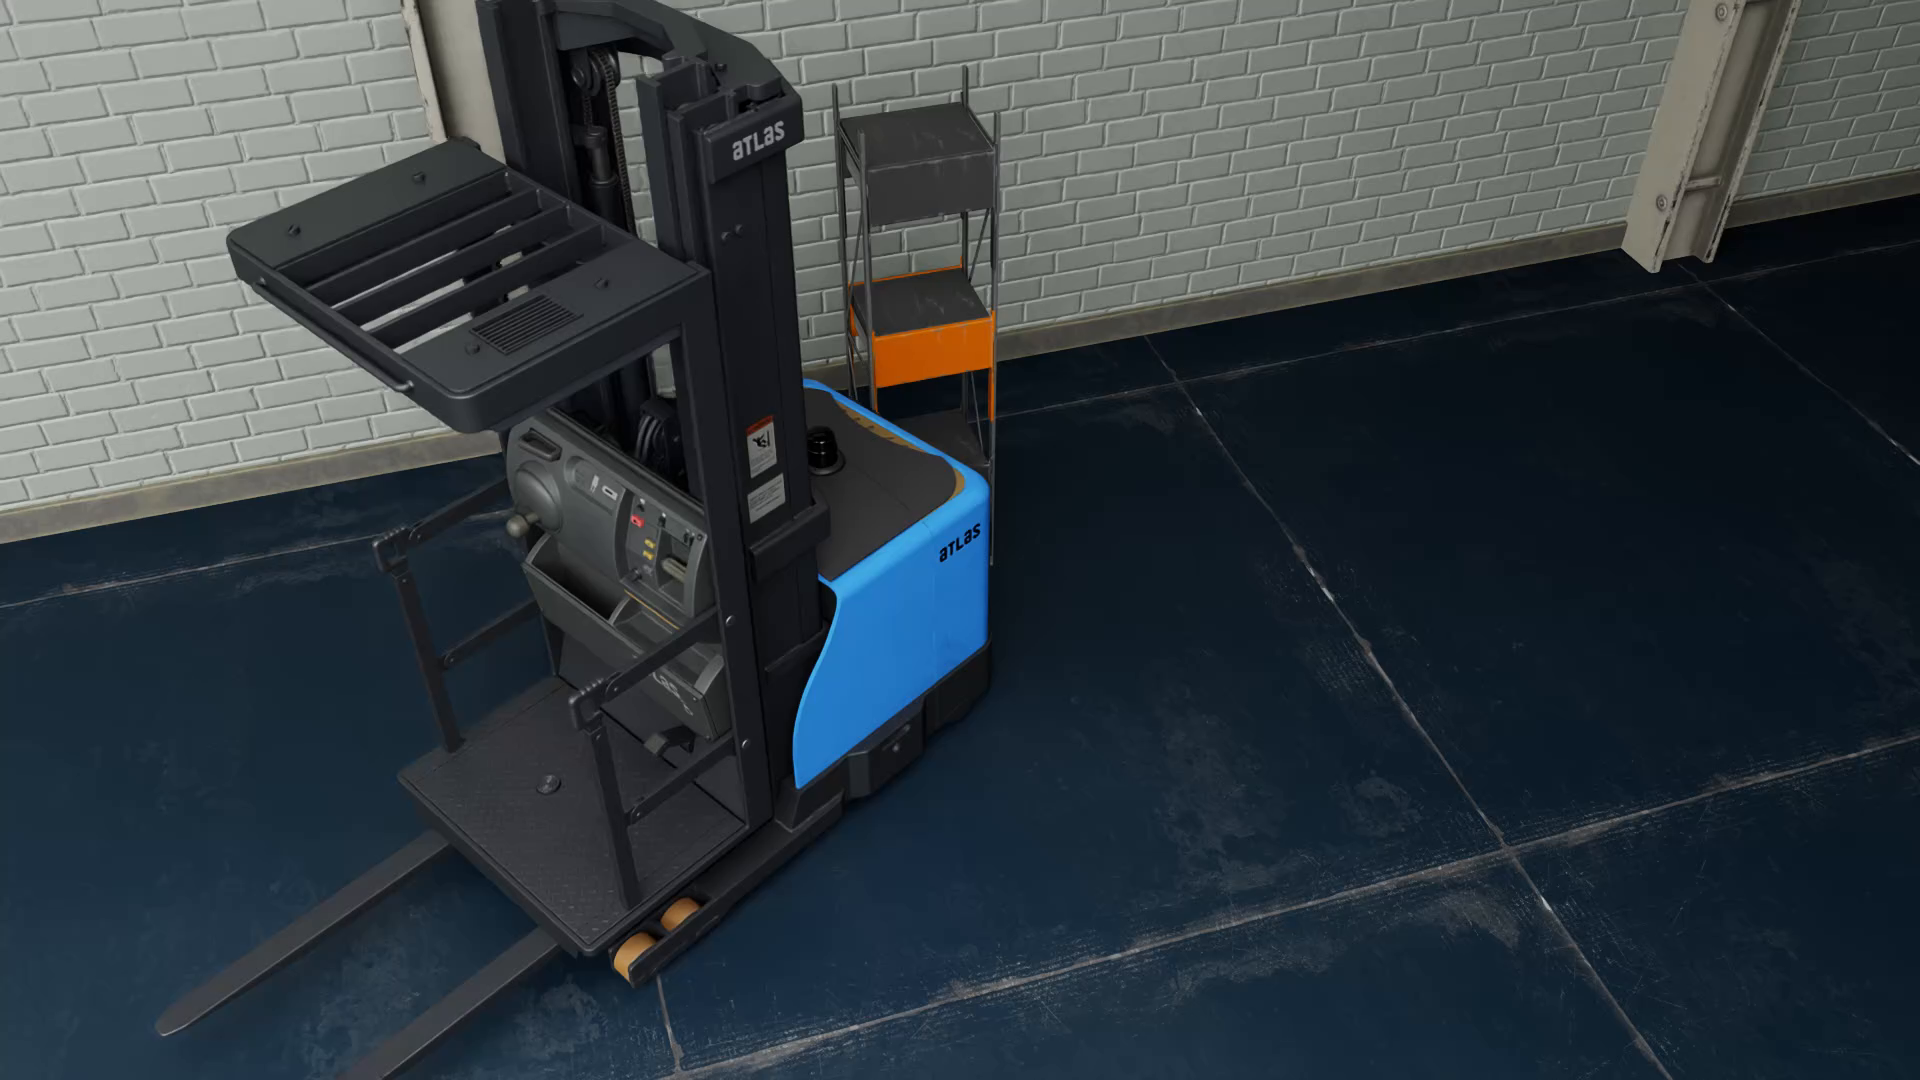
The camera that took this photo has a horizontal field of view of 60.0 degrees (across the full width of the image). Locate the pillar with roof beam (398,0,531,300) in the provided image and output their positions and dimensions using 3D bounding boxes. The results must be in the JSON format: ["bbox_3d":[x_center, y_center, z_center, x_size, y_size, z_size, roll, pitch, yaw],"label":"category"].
[{"bbox_3d":[-0.597,-1.062,1.626,0.400,9.000,9.100,-12,42,-13],"label":"pillar with roof beam"}]

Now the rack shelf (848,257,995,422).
[{"bbox_3d":[-0.158,-0.748,6.531,0.480,0.518,0.431,-12,42,-13],"label":"rack shelf"}]

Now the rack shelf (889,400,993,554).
[{"bbox_3d":[-0.158,-0.221,6.991,0.480,0.518,0.431,-12,42,-13],"label":"rack shelf"}]

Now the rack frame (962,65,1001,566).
[{"bbox_3d":[0.075,-0.806,6.577,0.015,2.100,0.400,-12,42,-13],"label":"rack frame"}]

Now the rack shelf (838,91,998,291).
[{"bbox_3d":[-0.158,-1.275,6.070,0.480,0.518,0.431,-12,42,-13],"label":"rack shelf"}]

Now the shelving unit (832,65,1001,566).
[{"bbox_3d":[-0.158,-0.758,6.522,0.503,2.100,0.431,-12,42,-13],"label":"shelving unit"}]

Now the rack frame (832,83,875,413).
[{"bbox_3d":[-0.391,-0.710,6.467,0.015,2.100,0.400,-12,42,-13],"label":"rack frame"}]

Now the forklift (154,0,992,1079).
[{"bbox_3d":[-1.244,-0.009,5.032,1.130,2.935,3.031,31,50,31],"label":"forklift"}]

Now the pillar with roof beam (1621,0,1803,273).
[{"bbox_3d":[5.126,-2.248,2.983,0.400,9.000,9.100,-12,42,-13],"label":"pillar with roof beam"}]
